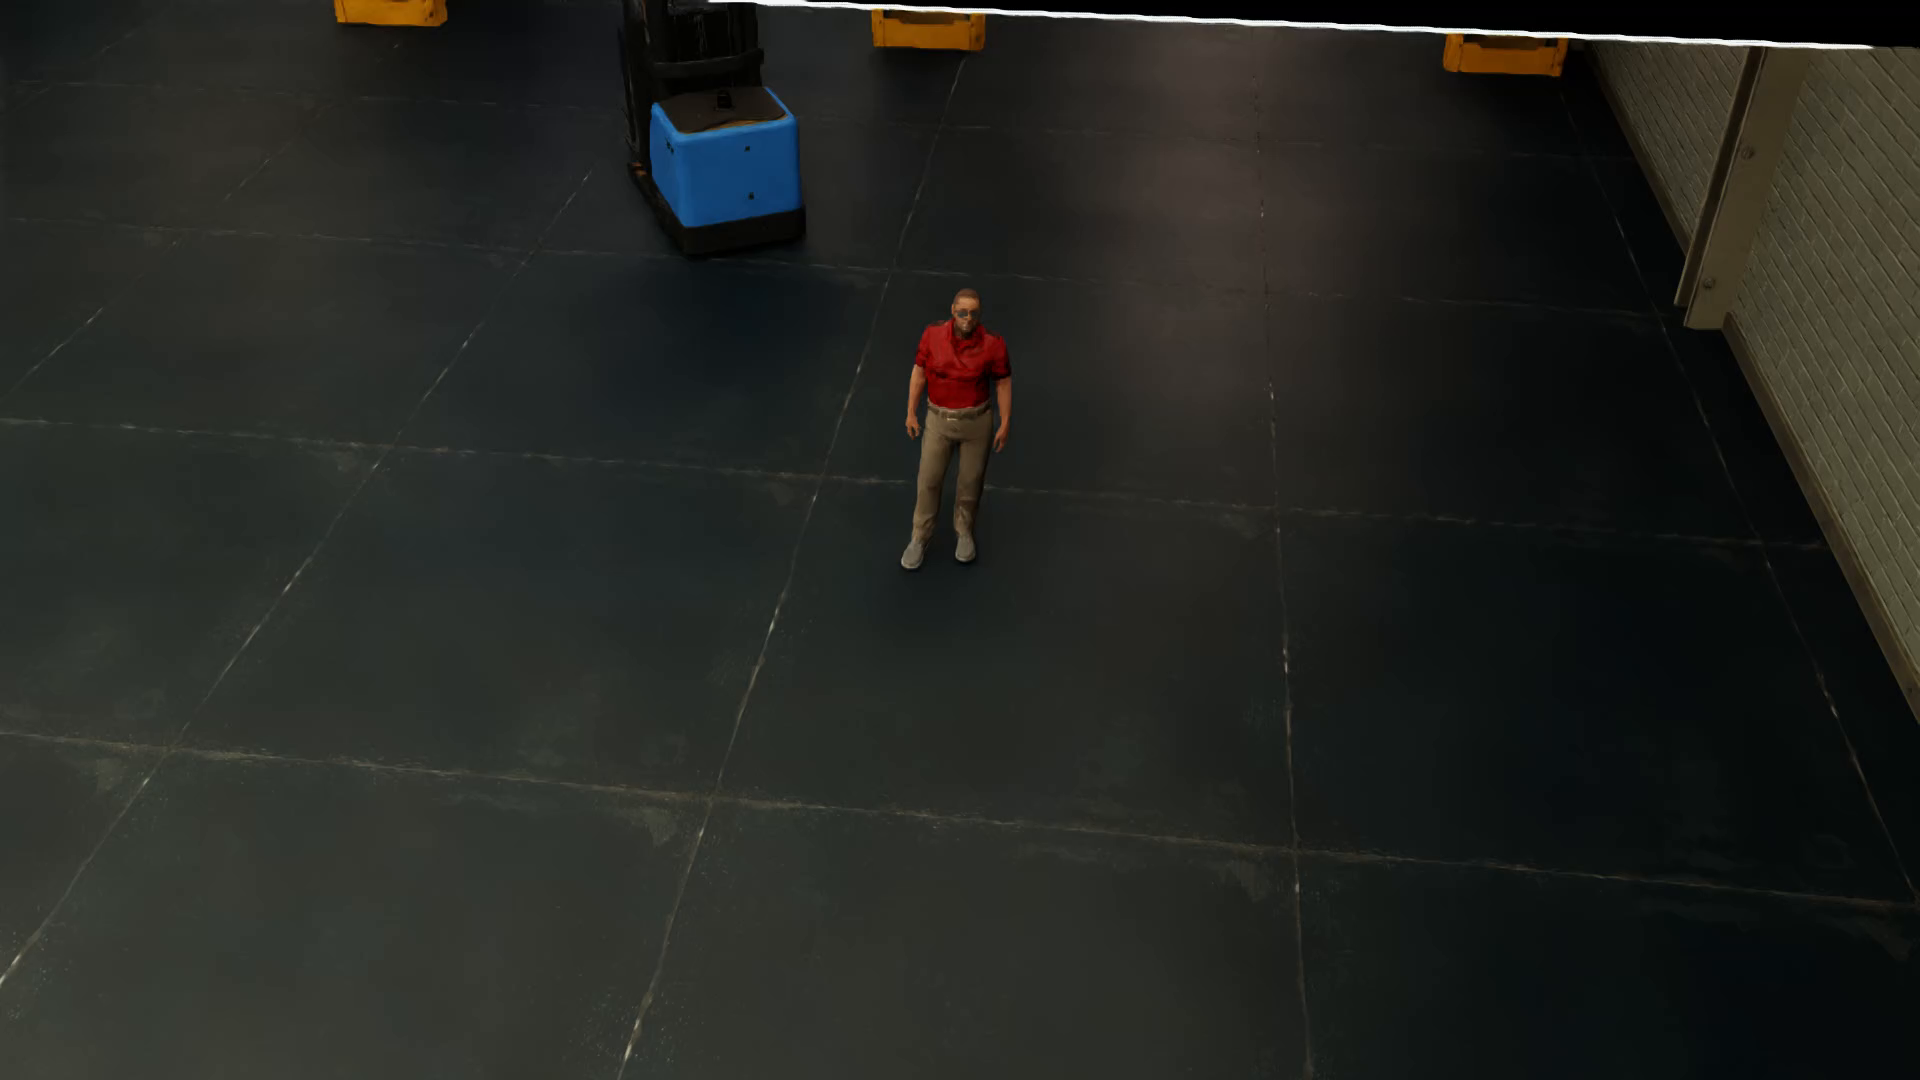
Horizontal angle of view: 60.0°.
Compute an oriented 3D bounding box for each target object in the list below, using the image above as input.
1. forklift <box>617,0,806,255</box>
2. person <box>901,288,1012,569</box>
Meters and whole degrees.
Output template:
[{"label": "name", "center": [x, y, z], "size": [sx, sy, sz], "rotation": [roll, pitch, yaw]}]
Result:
[{"label": "forklift", "center": [-2.316, -4.373, 13.962], "size": [1.130, 2.935, 3.031], "rotation": [-14, 39, -18]}, {"label": "person", "center": [-0.023, -0.650, 9.912], "size": [0.640, 1.727, 0.550], "rotation": [4, 37, 6]}]
